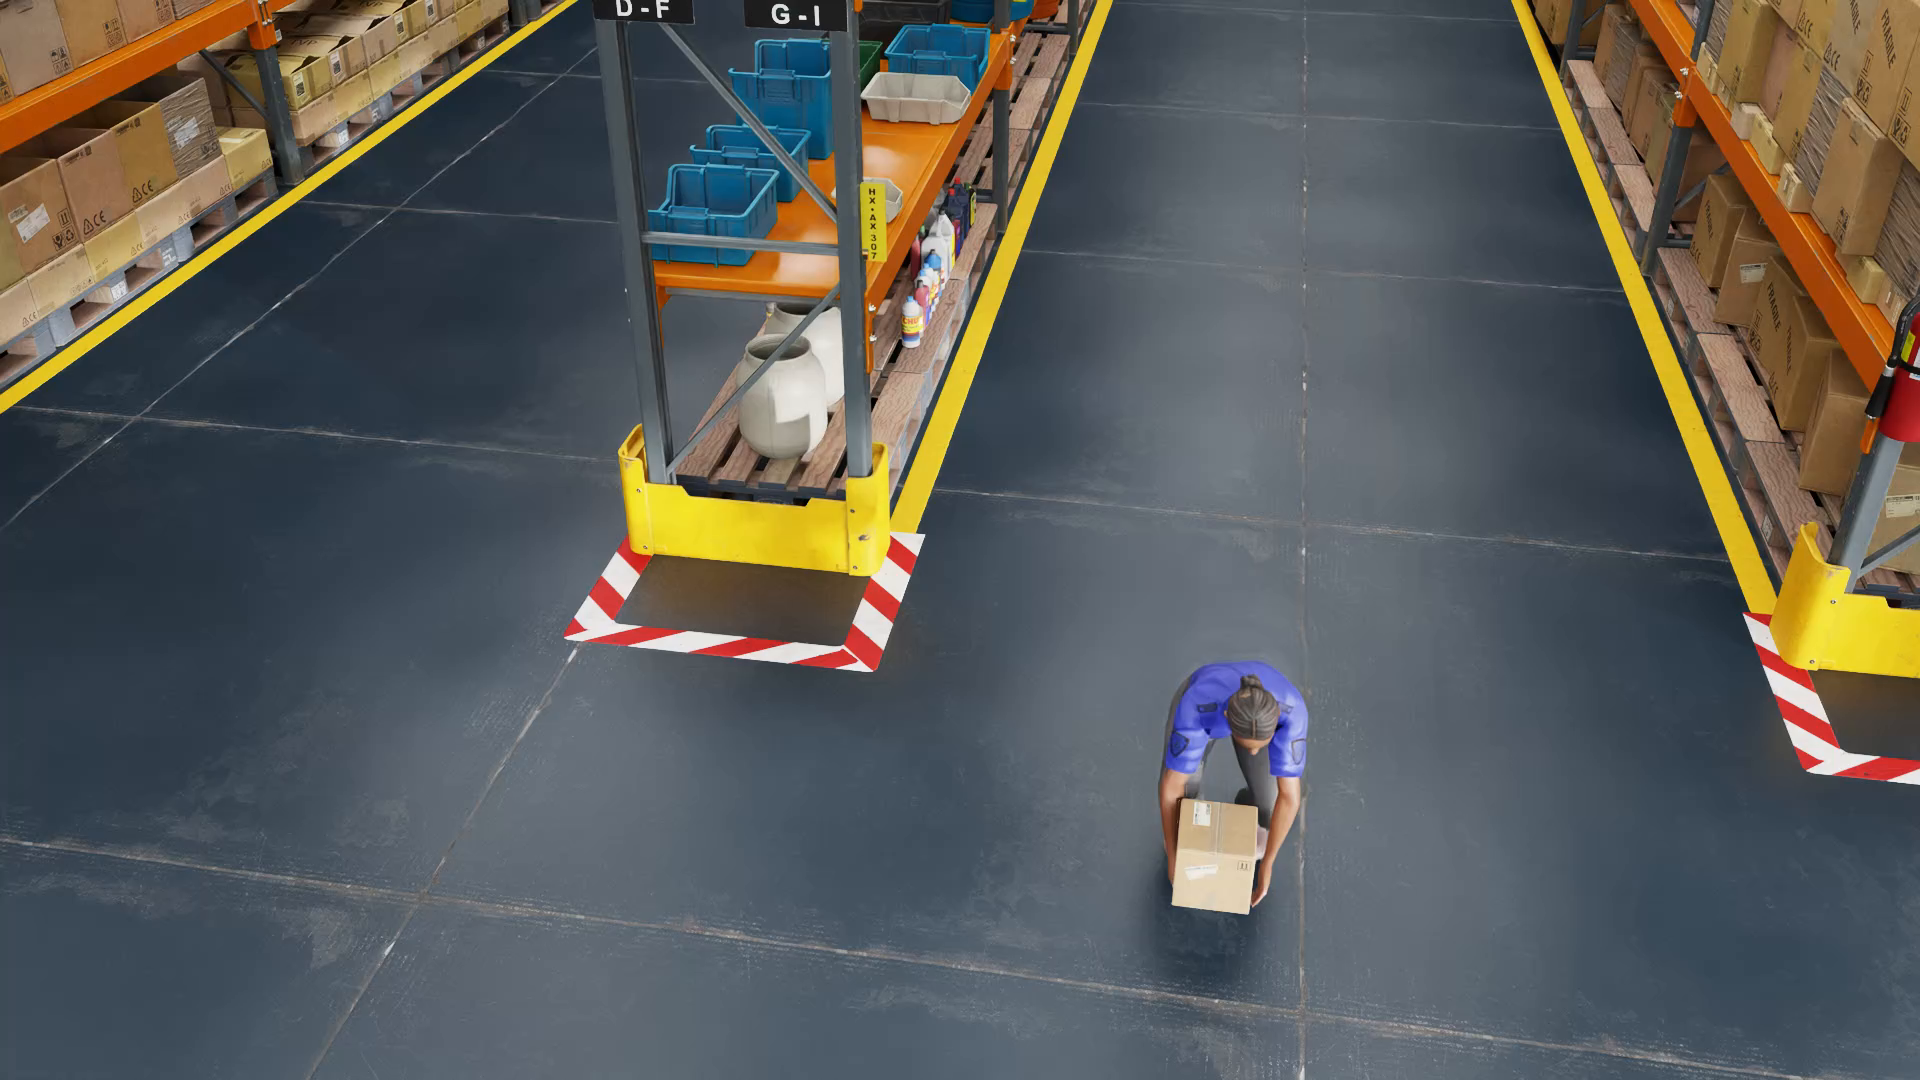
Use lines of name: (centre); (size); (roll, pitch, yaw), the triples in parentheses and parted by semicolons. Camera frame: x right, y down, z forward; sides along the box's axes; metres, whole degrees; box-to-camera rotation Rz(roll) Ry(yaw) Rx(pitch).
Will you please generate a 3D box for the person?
person: (0.925, 0.735, 5.670); (0.473, 0.936, 0.819); (5, 33, 8)
